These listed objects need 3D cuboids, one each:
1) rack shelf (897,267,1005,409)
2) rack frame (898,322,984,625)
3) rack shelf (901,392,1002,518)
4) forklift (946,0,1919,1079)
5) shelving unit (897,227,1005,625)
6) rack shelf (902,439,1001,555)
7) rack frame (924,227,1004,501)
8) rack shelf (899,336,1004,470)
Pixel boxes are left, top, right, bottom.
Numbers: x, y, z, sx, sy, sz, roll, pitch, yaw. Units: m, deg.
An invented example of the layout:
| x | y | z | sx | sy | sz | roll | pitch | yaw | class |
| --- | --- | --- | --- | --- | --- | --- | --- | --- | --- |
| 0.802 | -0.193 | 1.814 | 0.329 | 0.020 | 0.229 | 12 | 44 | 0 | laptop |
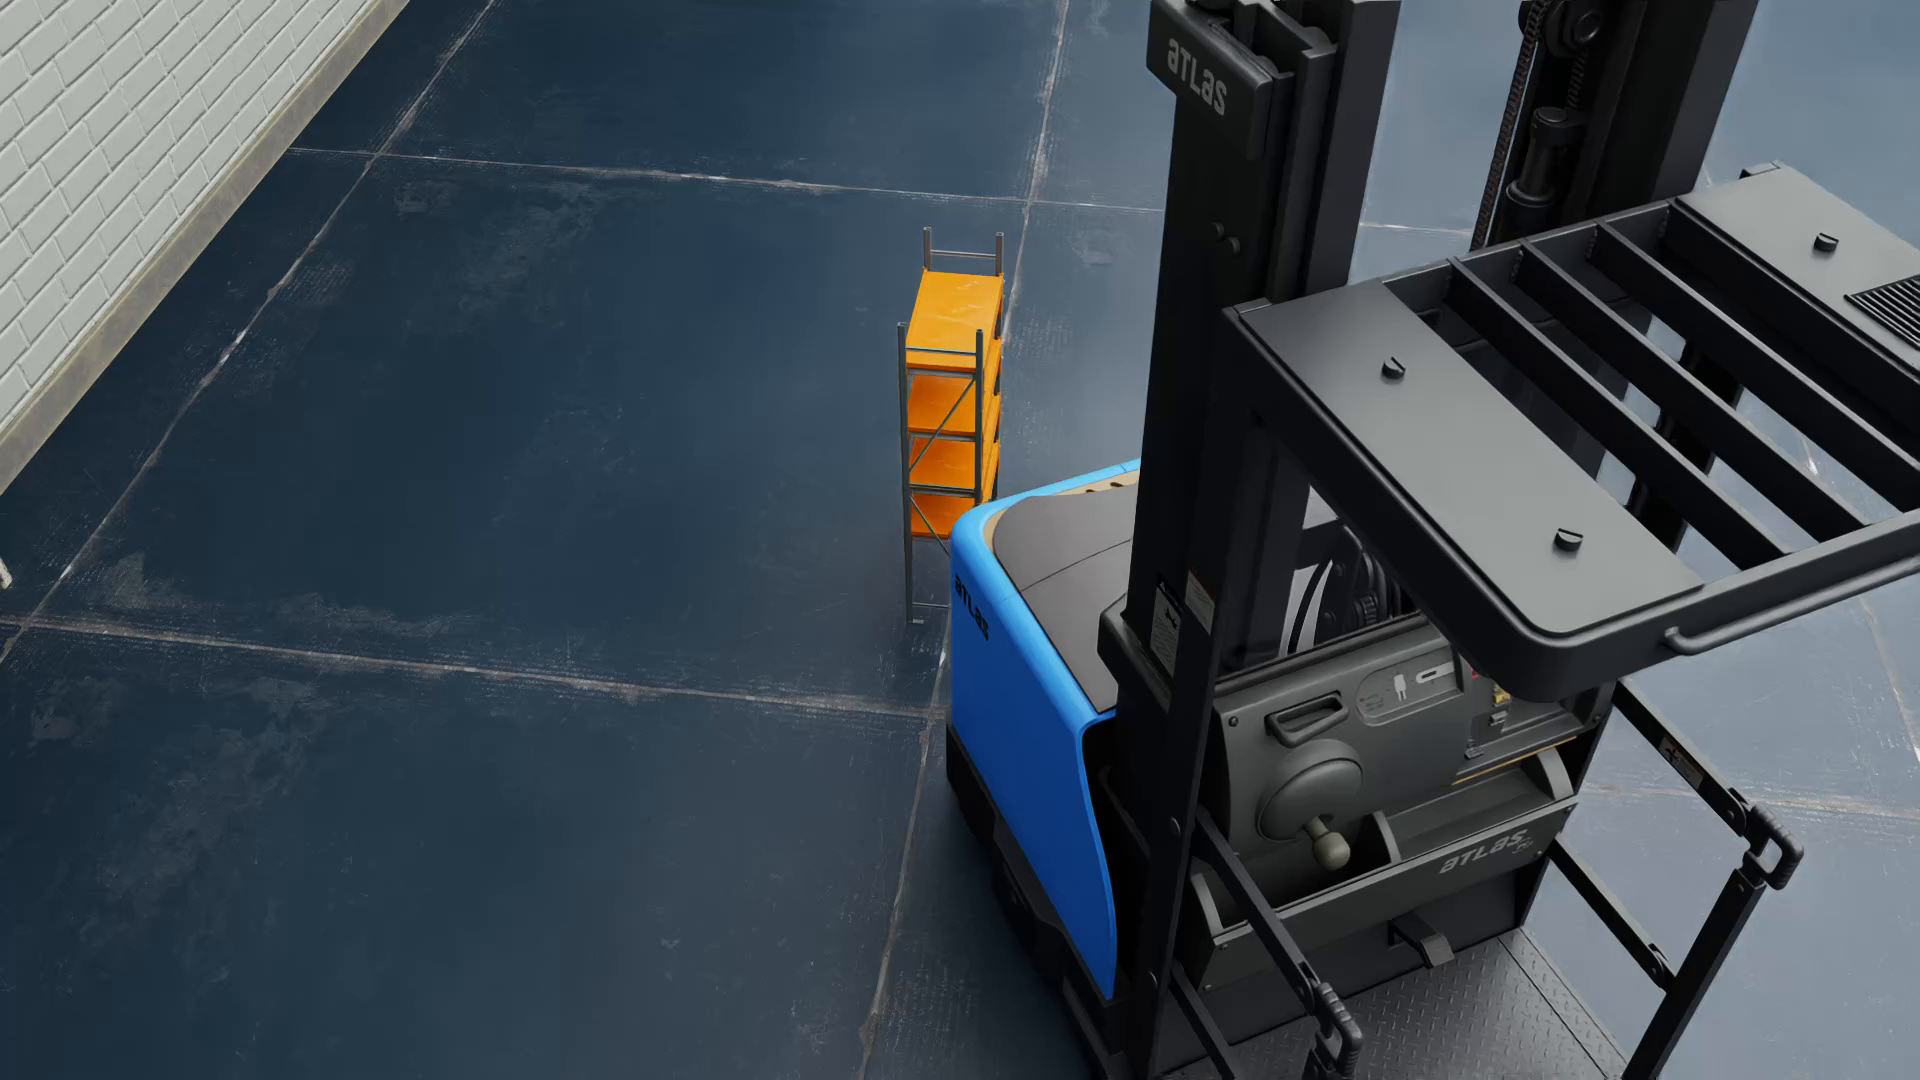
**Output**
| x | y | z | sx | sy | sz | roll | pitch | yaw | class |
| --- | --- | --- | --- | --- | --- | --- | --- | --- | --- |
| -0.022 | -0.608 | 4.948 | 0.258 | 0.148 | 0.480 | 5 | 44 | 6 | rack shelf |
| -0.054 | -0.157 | 5.043 | 0.240 | 1.200 | 0.015 | 5 | 44 | 6 | rack frame |
| -0.022 | -0.274 | 5.265 | 0.258 | 0.148 | 0.480 | 5 | 44 | 6 | rack shelf |
| 1.011 | 0.443 | 3.150 | 1.130 | 2.935 | 3.031 | -17 | 46 | -17 | forklift |
| -0.022 | -0.323 | 5.218 | 0.258 | 1.200 | 0.503 | 5 | 44 | 6 | shelving unit |
| -0.022 | -0.130 | 5.401 | 0.258 | 0.148 | 0.480 | 5 | 44 | 6 | rack shelf |
| 0.010 | -0.489 | 5.394 | 0.240 | 1.200 | 0.015 | 5 | 44 | 6 | rack frame |
| -0.022 | -0.436 | 5.111 | 0.258 | 0.148 | 0.480 | 5 | 44 | 6 | rack shelf |
